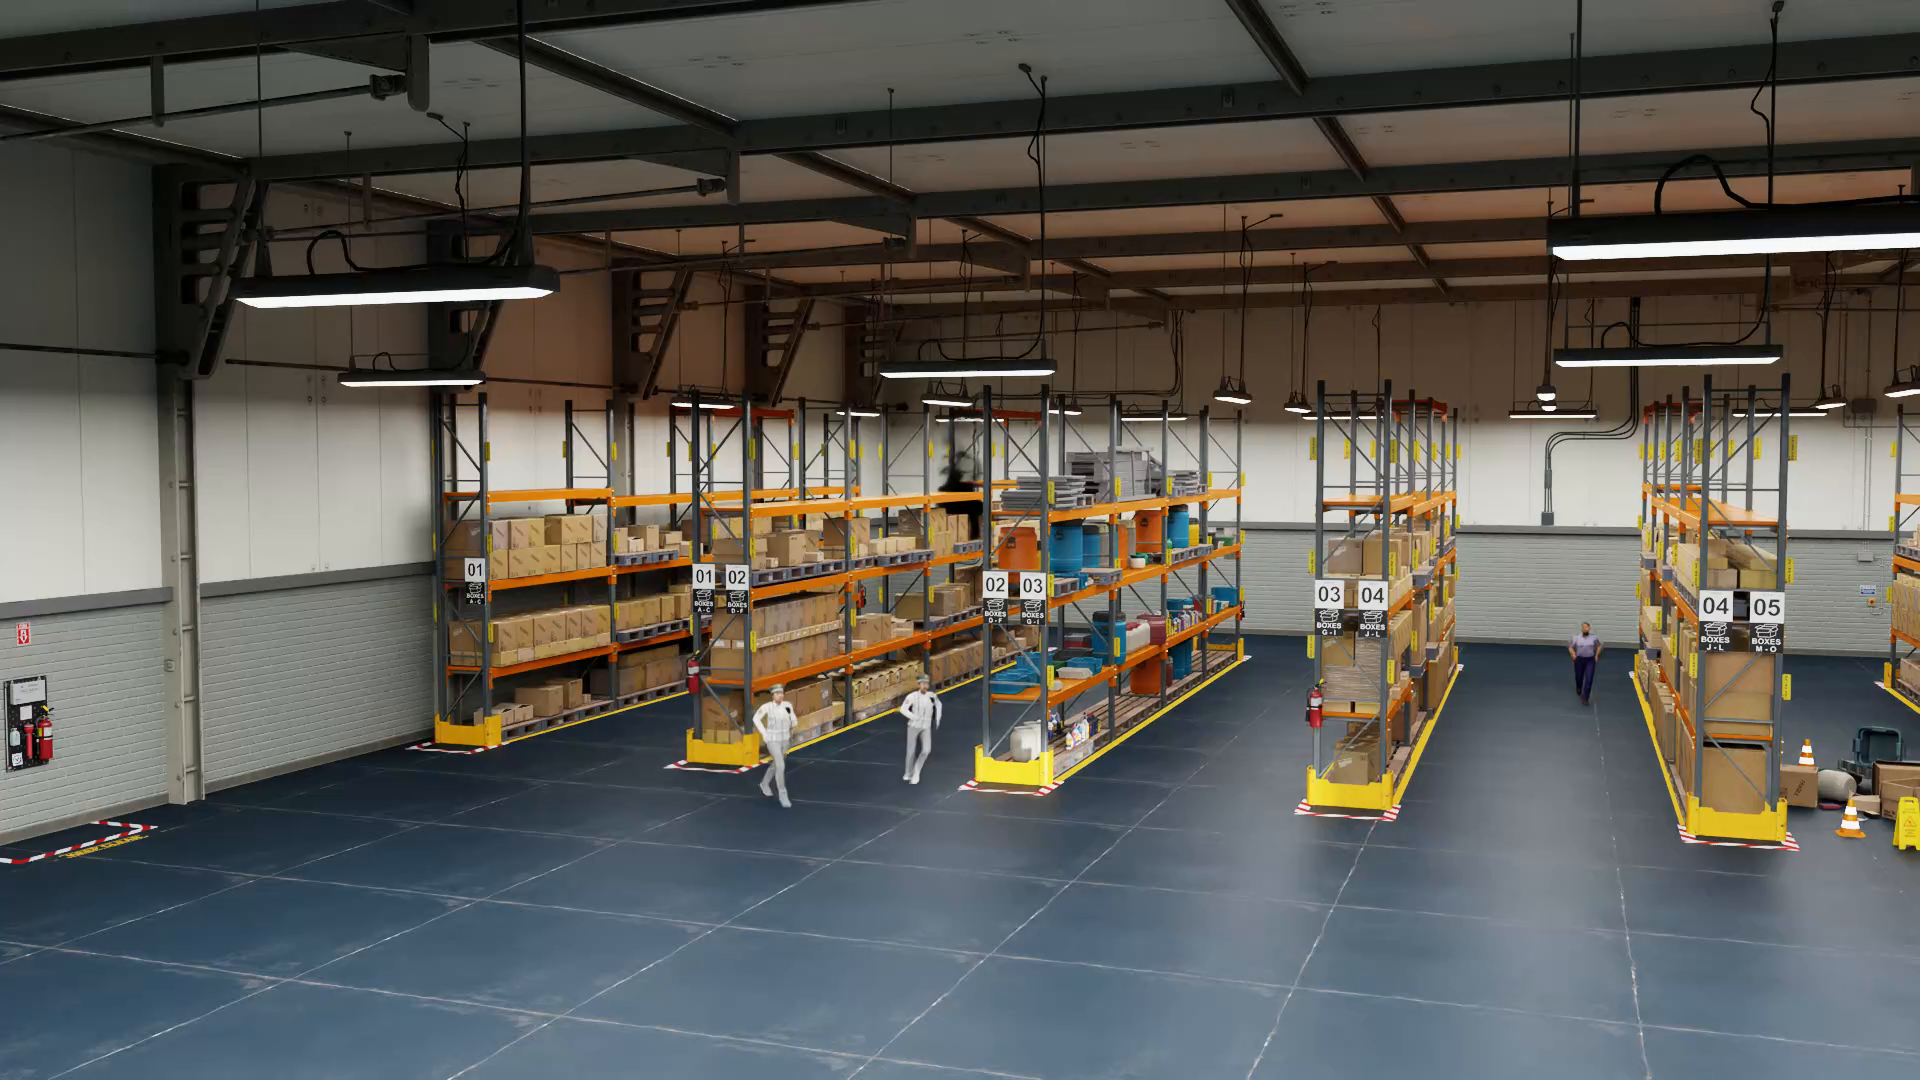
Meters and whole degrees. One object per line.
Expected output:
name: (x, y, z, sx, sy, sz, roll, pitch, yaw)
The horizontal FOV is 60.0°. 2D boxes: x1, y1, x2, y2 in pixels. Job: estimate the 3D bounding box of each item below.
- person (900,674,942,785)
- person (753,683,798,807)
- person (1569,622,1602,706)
person: (-0.575, 2.843, 25.085, 0.687, 1.661, 0.650, -1, 3, -11)
person: (-2.585, 2.894, 23.728, 0.590, 1.736, 0.803, -2, 4, -39)
person: (12.453, 2.449, 33.116, 0.616, 1.631, 0.764, 1, 3, 19)
